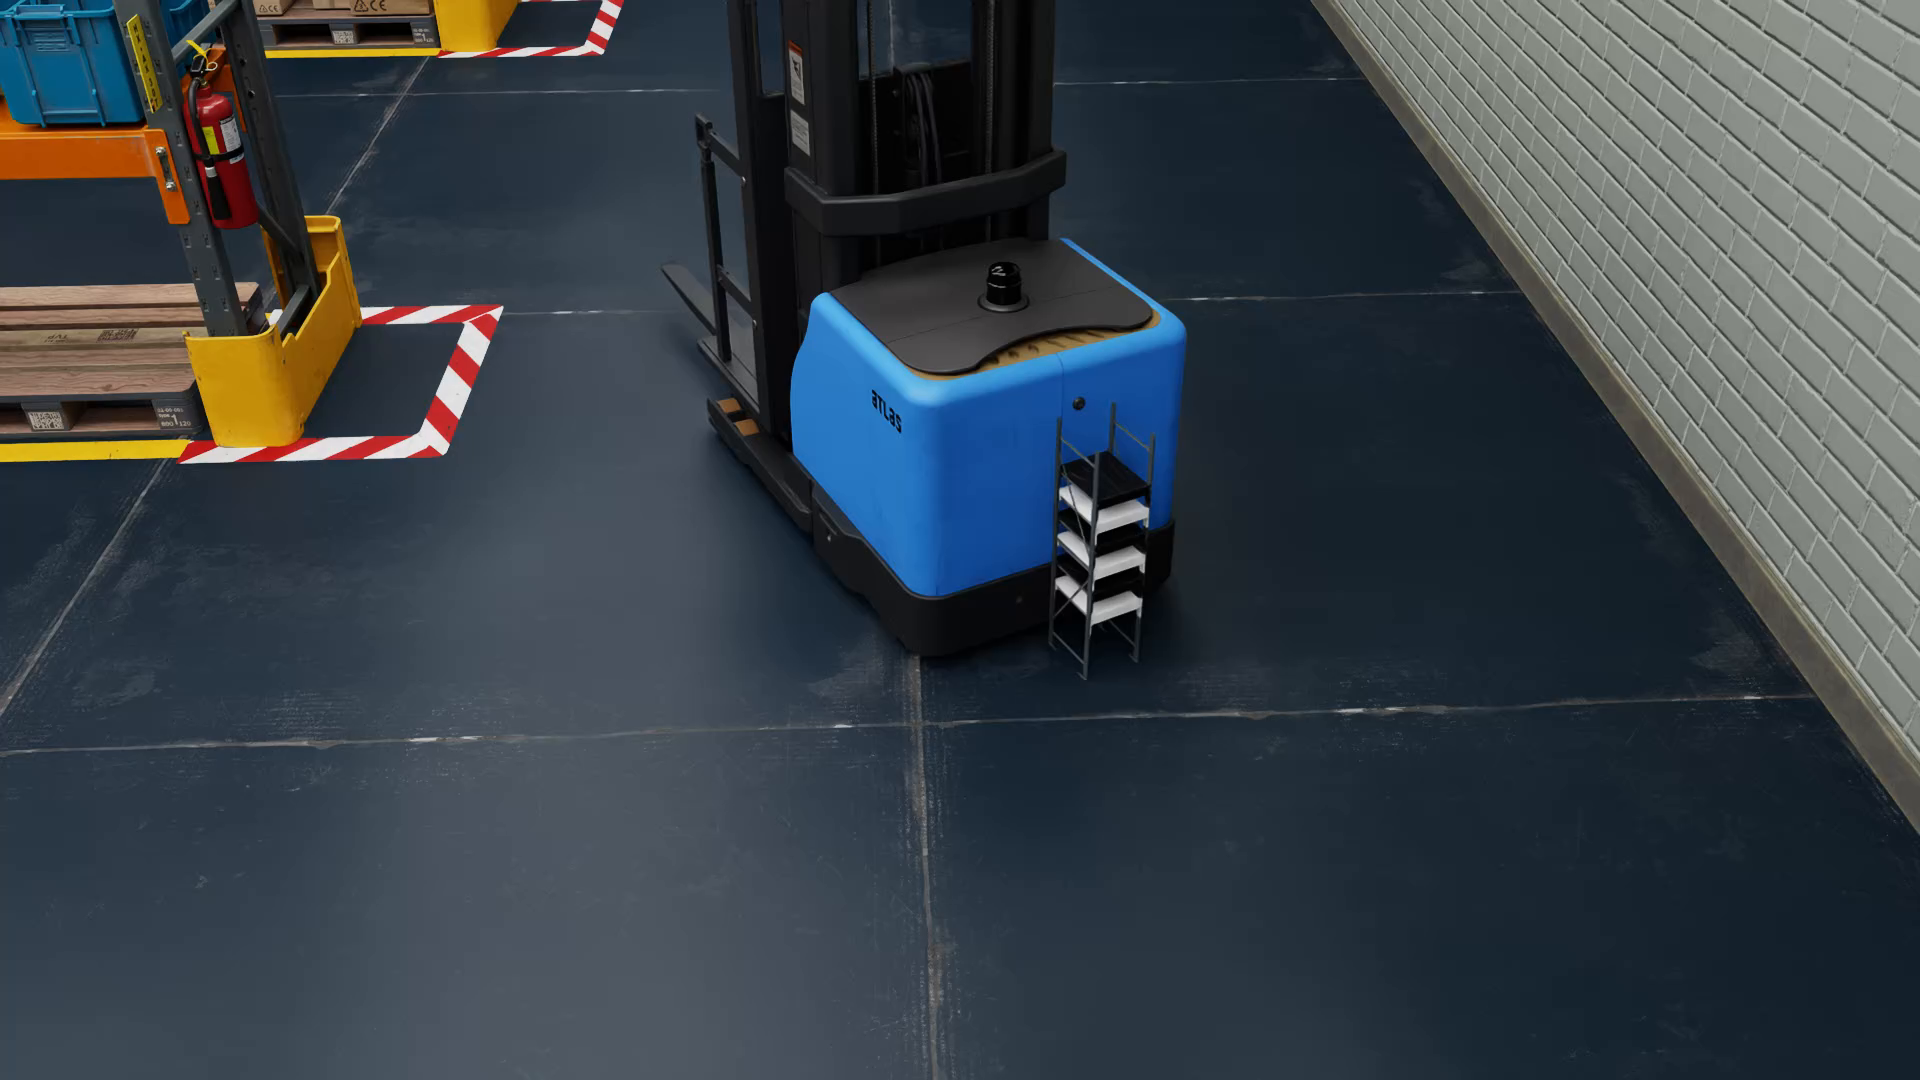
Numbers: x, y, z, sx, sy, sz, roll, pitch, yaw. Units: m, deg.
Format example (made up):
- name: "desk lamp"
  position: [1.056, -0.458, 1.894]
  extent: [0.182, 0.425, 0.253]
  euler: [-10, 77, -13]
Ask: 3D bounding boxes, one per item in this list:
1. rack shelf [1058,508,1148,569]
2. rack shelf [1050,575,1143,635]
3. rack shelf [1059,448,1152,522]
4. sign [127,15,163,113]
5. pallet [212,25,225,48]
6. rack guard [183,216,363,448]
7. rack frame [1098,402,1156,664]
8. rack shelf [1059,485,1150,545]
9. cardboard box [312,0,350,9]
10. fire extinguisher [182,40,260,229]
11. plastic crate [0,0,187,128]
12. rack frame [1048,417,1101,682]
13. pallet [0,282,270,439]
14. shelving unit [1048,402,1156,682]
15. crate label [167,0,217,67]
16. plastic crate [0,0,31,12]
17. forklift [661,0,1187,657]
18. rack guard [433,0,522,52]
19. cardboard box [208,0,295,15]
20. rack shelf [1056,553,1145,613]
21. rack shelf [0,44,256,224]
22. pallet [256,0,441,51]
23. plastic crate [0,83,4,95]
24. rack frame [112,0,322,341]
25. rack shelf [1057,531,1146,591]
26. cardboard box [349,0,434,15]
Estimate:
- name: "rack shelf"
  position: [0.455, -0.029, 5.402]
  extent: [0.200, 0.077, 0.258]
  euler: [-18, 38, -24]
- name: "rack shelf"
  position: [0.455, 0.193, 5.556]
  extent: [0.200, 0.077, 0.258]
  euler: [-18, 38, -24]
- name: "rack shelf"
  position: [0.455, -0.177, 5.300]
  extent: [0.200, 0.077, 0.258]
  euler: [-18, 38, -24]
- name: "sign"
  position: [-2.898, -1.692, 5.915]
  extent: [0.005, 0.325, 0.100]
  euler: [-2, 35, -2]
- name: "pallet"
  position: [-5.259, -3.551, 11.195]
  extent: [1.213, 0.211, 1.003]
  euler: [-2, 35, -2]
- name: "rack guard"
  position: [-2.917, -0.917, 7.136]
  extent: [0.348, 0.500, 1.175]
  euler: [-2, 35, -2]
- name: "rack frame"
  position: [0.543, -0.011, 5.475]
  extent: [0.006, 0.900, 0.240]
  euler: [-18, 38, -24]
- name: "rack shelf"
  position: [0.455, -0.103, 5.351]
  extent: [0.200, 0.077, 0.258]
  euler: [-18, 38, -24]
- name: "cardboard box"
  position: [-4.112, -3.654, 10.997]
  extent: [0.250, 0.166, 0.380]
  euler: [-2, 35, -2]
- name: "fire extinguisher"
  position: [-2.768, -1.497, 6.174]
  extent: [0.183, 0.674, 0.296]
  euler: [-2, 35, -2]
- name: "plastic crate"
  position: [-3.266, -1.861, 6.219]
  extent: [0.499, 0.435, 0.616]
  euler: [-2, 35, -2]
- name: "rack frame"
  position: [0.366, 0.045, 5.394]
  extent: [0.006, 0.900, 0.240]
  euler: [-18, 38, -24]
- name: "pallet"
  position: [-3.766, -0.790, 7.206]
  extent: [1.213, 0.211, 1.003]
  euler: [-2, 35, -2]
- name: "shelving unit"
  position: [0.455, 0.017, 5.434]
  extent: [0.210, 0.900, 0.258]
  euler: [-18, 38, -24]
- name: "crate label"
  position: [-3.203, -2.073, 6.704]
  extent: [0.303, 0.233, 0.416]
  euler: [-2, 35, -2]
- name: "plastic crate"
  position: [-3.860, -2.055, 6.679]
  extent: [0.300, 0.233, 0.416]
  euler: [-2, 35, -2]
- name: "forklift"
  position: [-0.380, -1.635, 6.036]
  extent: [1.130, 2.935, 3.031]
  euler: [-17, 38, -23]
- name: "rack guard"
  position: [-3.247, -3.723, 11.190]
  extent: [0.348, 0.500, 1.175]
  euler: [-2, 35, -2]
- name: "cardboard box"
  position: [-4.653, -3.640, 10.903]
  extent: [0.500, 0.250, 0.500]
  euler: [-2, 35, -2]
- name: "rack shelf"
  position: [0.455, 0.119, 5.505]
  extent: [0.200, 0.077, 0.258]
  euler: [-18, 38, -24]
- name: "rack shelf"
  position: [-4.938, -1.587, 6.540]
  extent: [4.000, 0.370, 1.077]
  euler: [-2, 35, -2]
- name: "pallet"
  position: [-4.043, -3.582, 11.240]
  extent: [1.213, 0.211, 1.003]
  euler: [-2, 35, -2]
- name: "plastic crate"
  position: [-3.746, -1.728, 6.290]
  extent: [0.243, 0.136, 0.396]
  euler: [-2, 35, -2]
- name: "rack frame"
  position: [-2.940, -1.937, 6.413]
  extent: [0.127, 3.000, 1.000]
  euler: [-2, 35, -2]
- name: "rack shelf"
  position: [0.455, 0.045, 5.453]
  extent: [0.200, 0.077, 0.258]
  euler: [-18, 38, -24]
- name: "cardboard box"
  position: [-3.703, -3.751, 10.844]
  extent: [0.500, 0.500, 0.500]
  euler: [-2, 35, -2]
